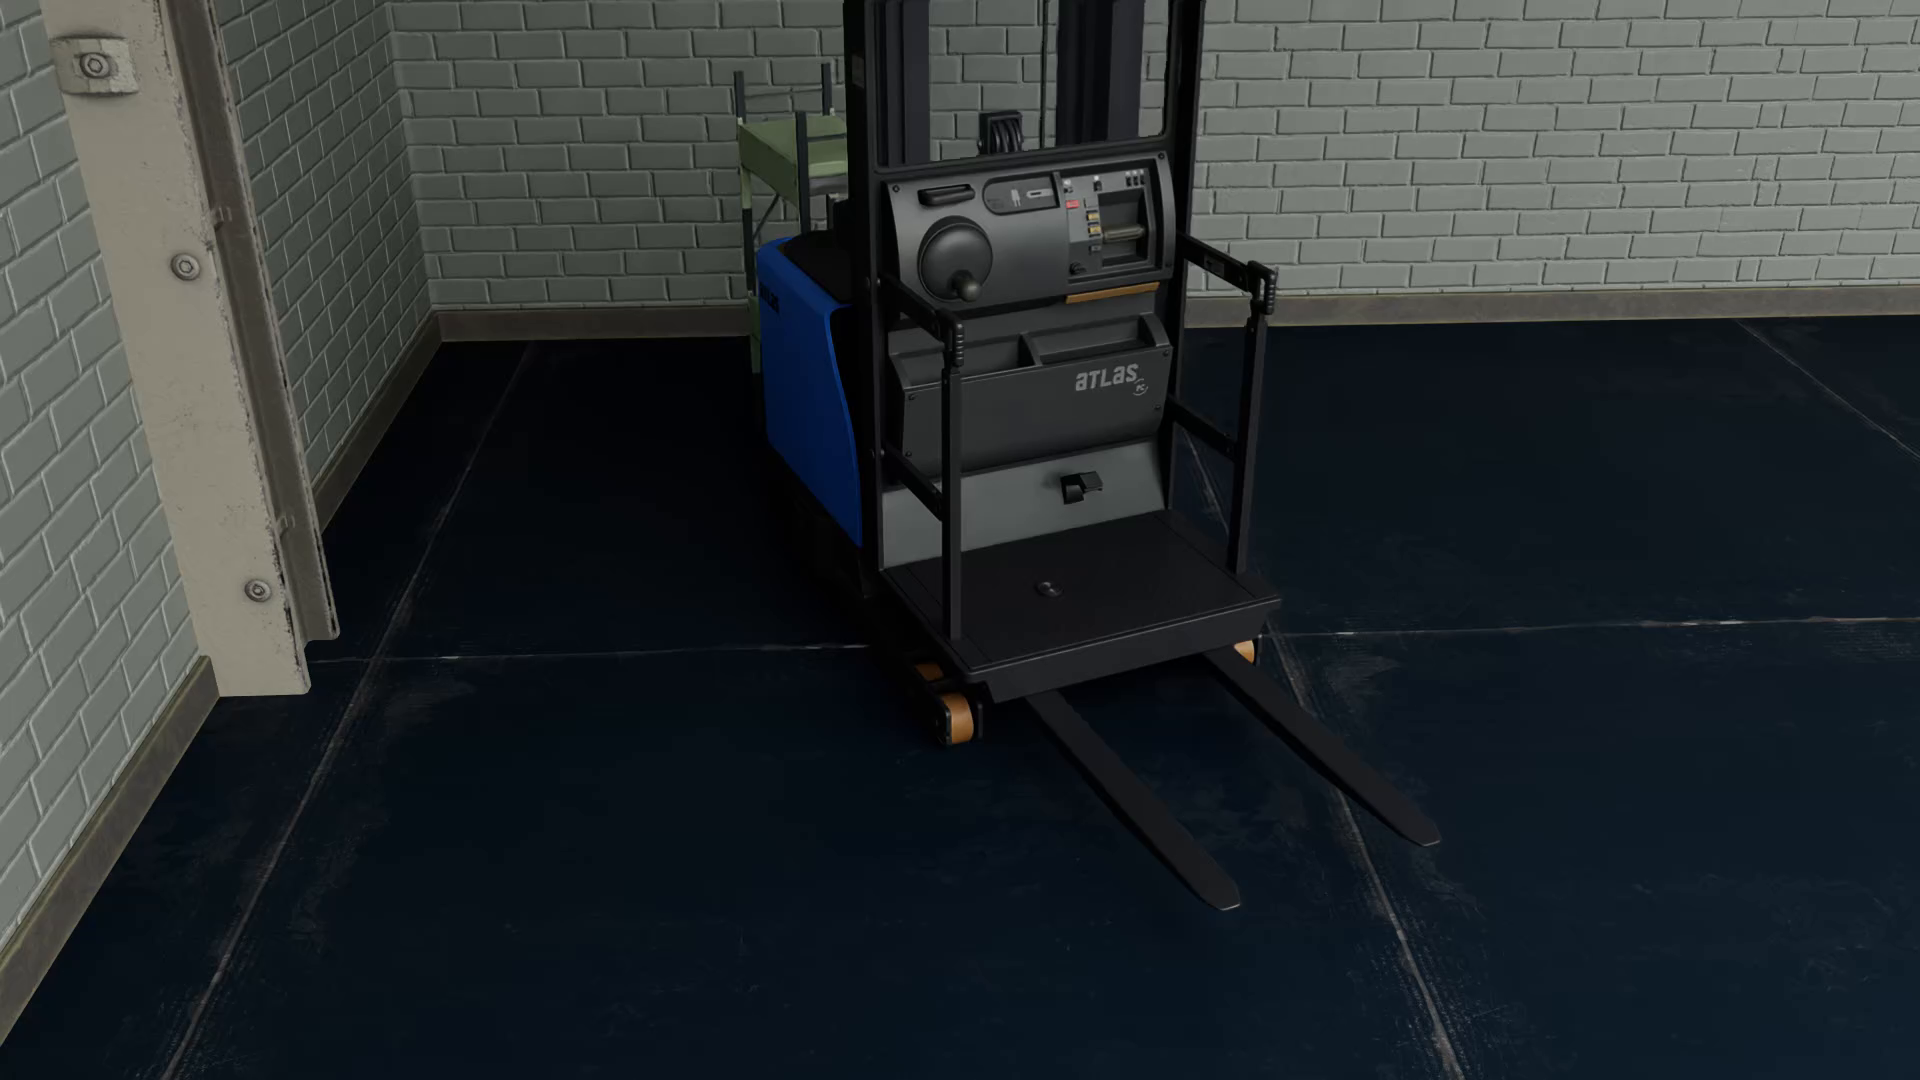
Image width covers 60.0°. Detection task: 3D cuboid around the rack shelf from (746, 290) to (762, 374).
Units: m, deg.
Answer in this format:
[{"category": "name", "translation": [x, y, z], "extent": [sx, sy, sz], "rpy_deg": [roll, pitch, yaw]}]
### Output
[{"category": "rack shelf", "translation": [-0.553, -0.767, 6.804], "extent": [0.431, 0.370, 0.720], "rpy_deg": [-12, 30, -21]}]

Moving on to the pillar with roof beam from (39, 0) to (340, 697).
[{"category": "pillar with roof beam", "translation": [2.049, -3.691, 3.595], "extent": [9.100, 9.000, 0.400], "rpy_deg": [-1, 28, -3]}]

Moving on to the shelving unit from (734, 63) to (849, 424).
[{"category": "shelving unit", "translation": [-0.553, -1.056, 6.653], "extent": [0.431, 1.500, 0.755], "rpy_deg": [-12, 30, -21]}]

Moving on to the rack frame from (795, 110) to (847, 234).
[{"category": "rack frame", "translation": [-0.403, -0.902, 6.358], "extent": [0.400, 1.500, 0.023], "rpy_deg": [-12, 30, -21]}]

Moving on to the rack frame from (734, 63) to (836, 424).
[{"category": "rack frame", "translation": [-0.704, -1.211, 6.949], "extent": [0.400, 1.500, 0.023], "rpy_deg": [-12, 30, -21]}]

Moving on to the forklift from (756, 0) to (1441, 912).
[{"category": "forklift", "translation": [0.316, -0.902, 4.810], "extent": [1.130, 2.935, 3.031], "rpy_deg": [-12, 30, -21]}]

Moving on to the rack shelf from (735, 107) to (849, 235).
[{"category": "rack shelf", "translation": [-0.553, -1.402, 6.473], "extent": [0.431, 0.370, 0.720], "rpy_deg": [-12, 30, -21]}]
